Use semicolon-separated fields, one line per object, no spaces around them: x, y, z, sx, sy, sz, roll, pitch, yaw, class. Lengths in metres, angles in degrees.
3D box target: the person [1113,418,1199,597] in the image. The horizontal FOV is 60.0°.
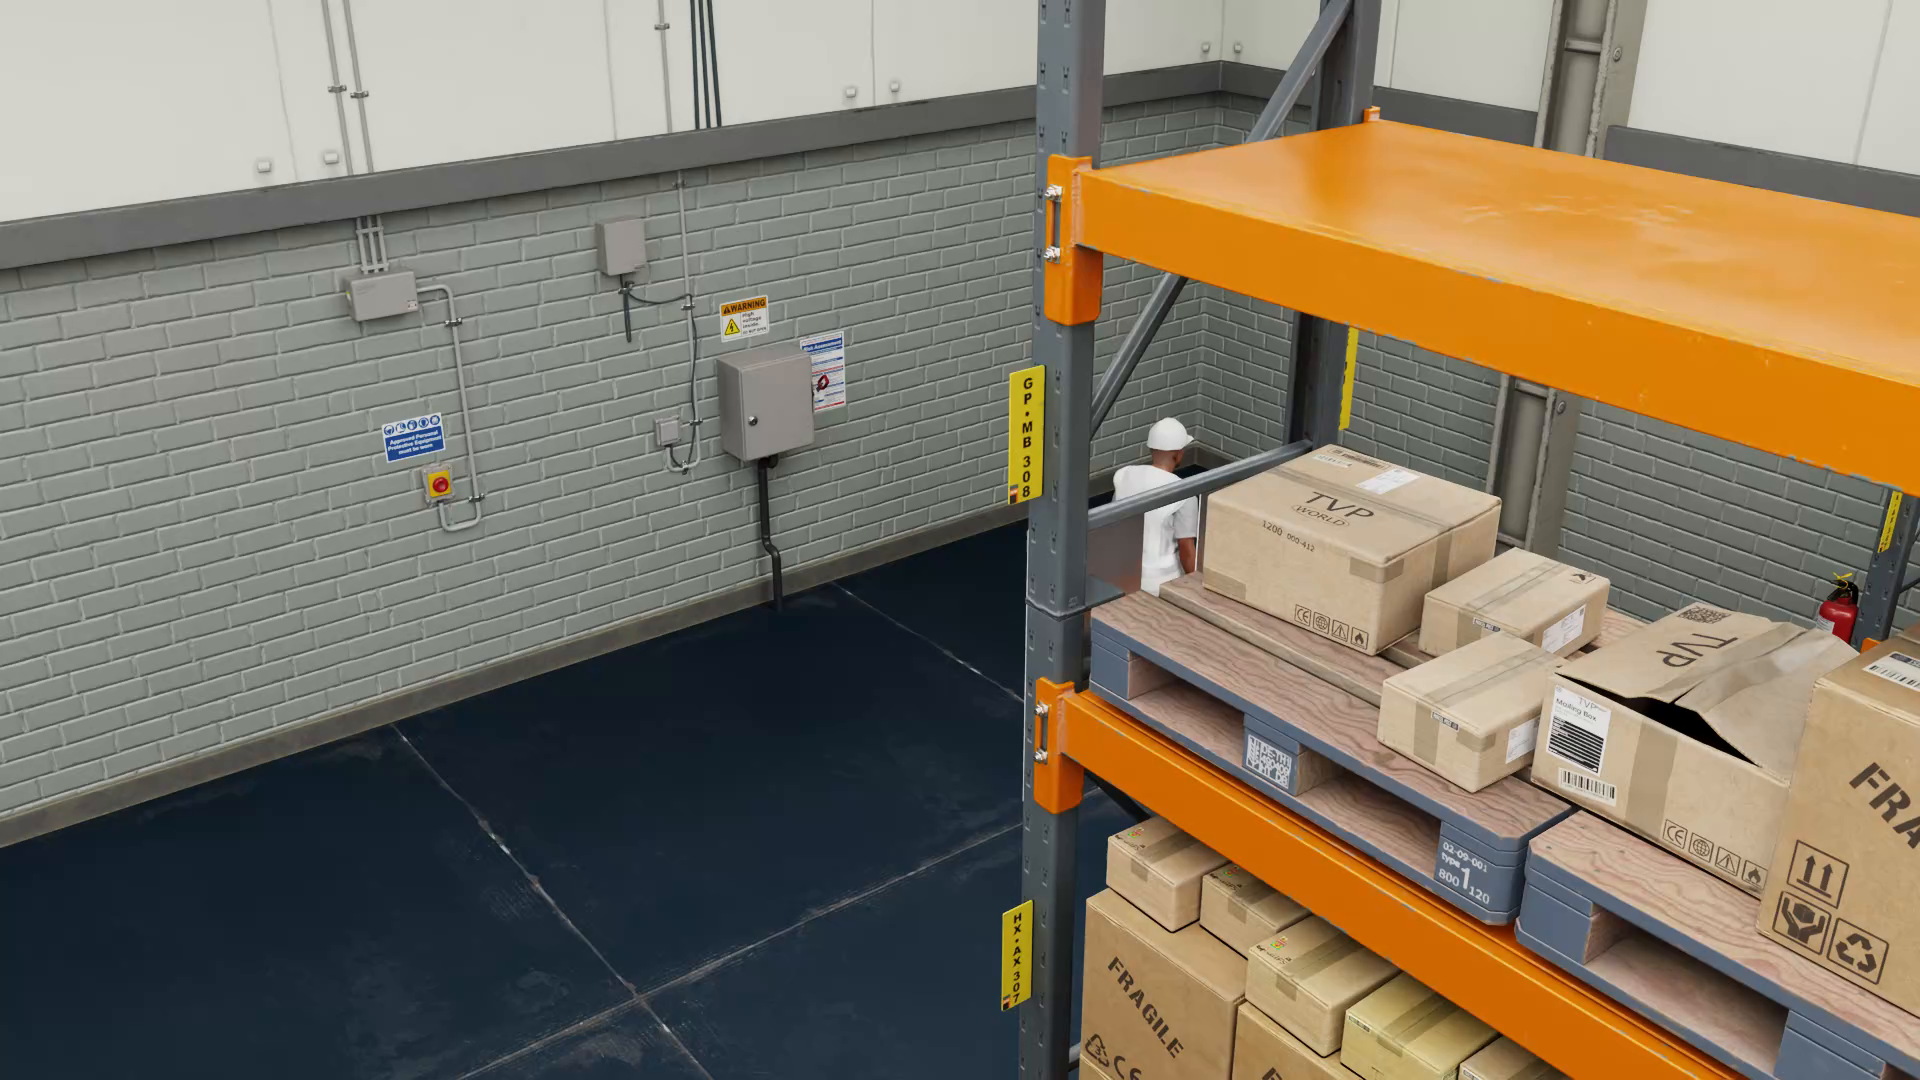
1.085;0.189;9.175;0.444;1.776;0.632;-19;31;-36;person
